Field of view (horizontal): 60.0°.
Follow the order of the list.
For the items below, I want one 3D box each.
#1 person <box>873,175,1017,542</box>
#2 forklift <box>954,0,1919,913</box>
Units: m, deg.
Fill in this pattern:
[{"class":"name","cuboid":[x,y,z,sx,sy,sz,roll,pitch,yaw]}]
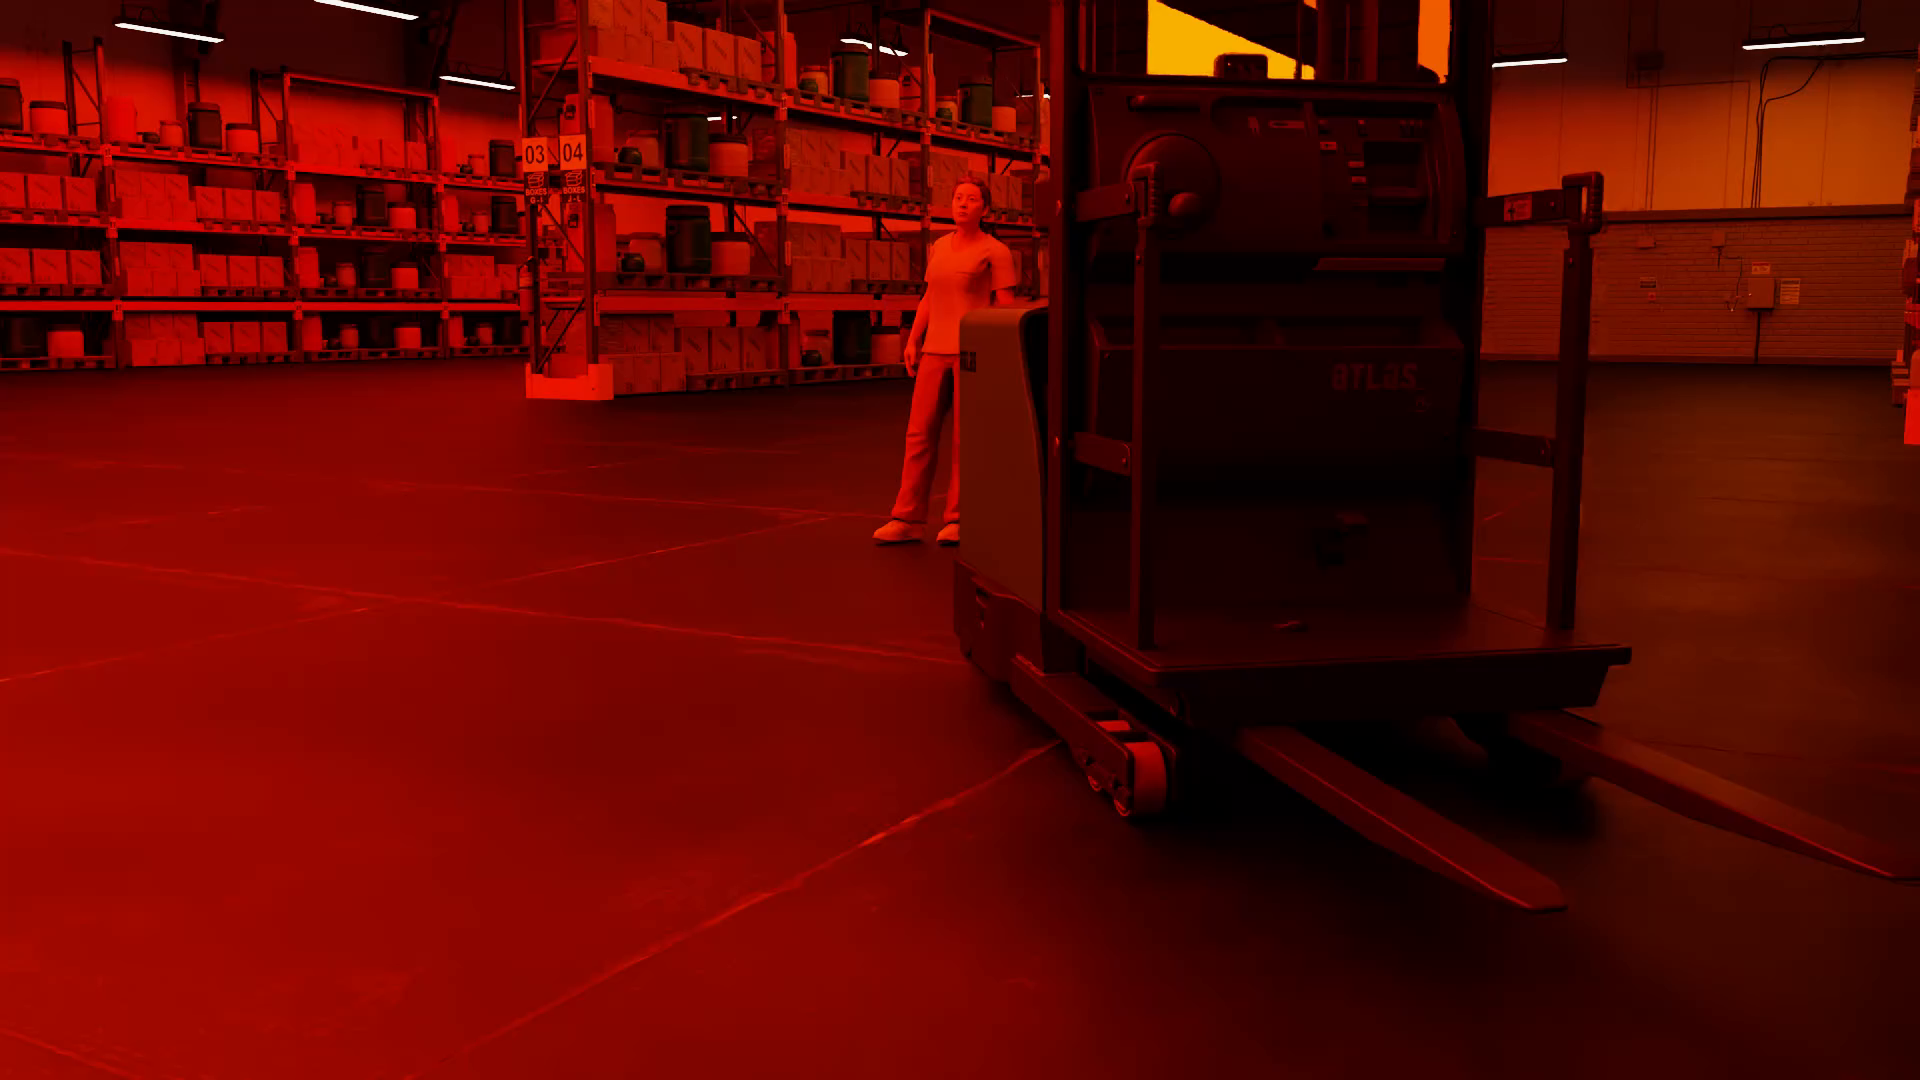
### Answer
[{"class":"person","cuboid":[-0.046,-0.829,7.640,0.552,1.674,0.548,4,9,29]},{"class":"forklift","cuboid":[0.807,-0.917,3.734,1.130,2.935,3.031,-2,8,-13]}]
